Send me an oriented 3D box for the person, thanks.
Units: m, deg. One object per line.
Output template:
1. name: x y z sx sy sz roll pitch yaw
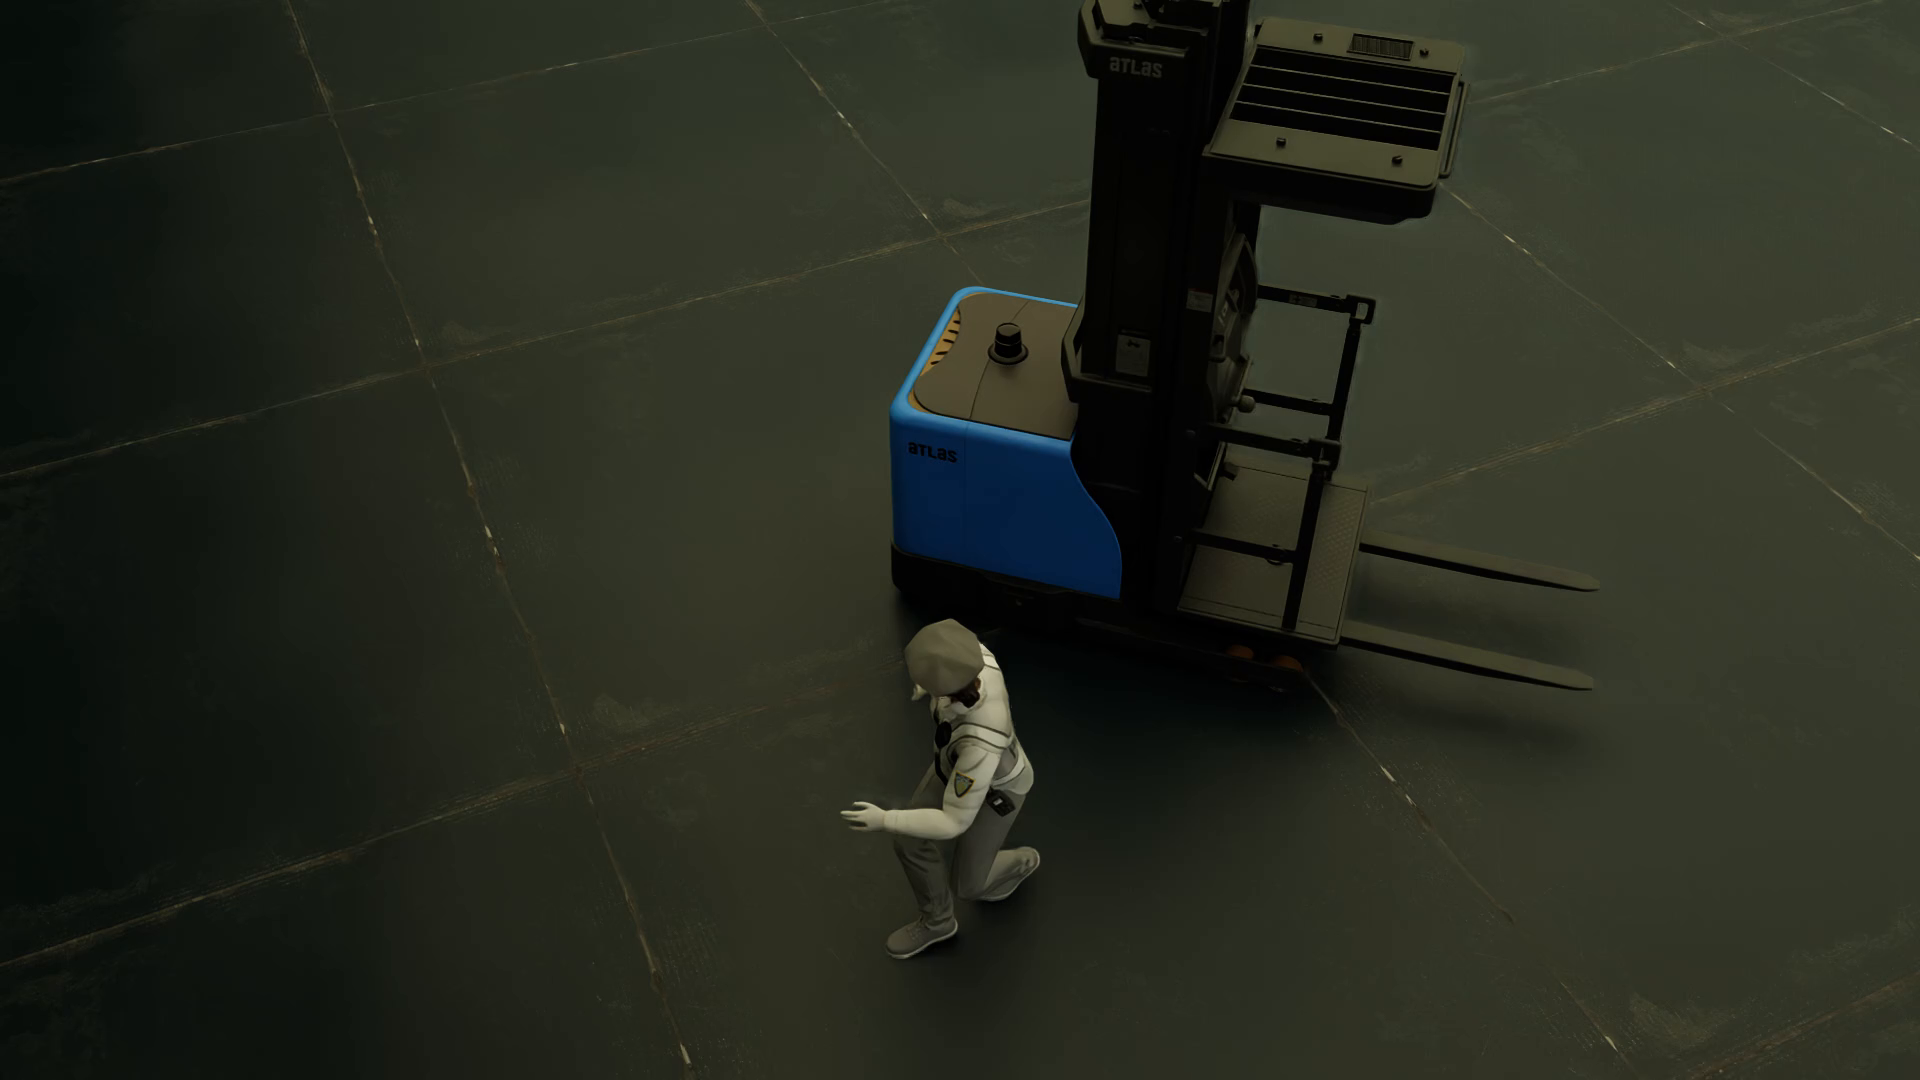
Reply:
1. person: -0.088 0.822 5.824 0.791 1.552 0.814 -16 45 -16

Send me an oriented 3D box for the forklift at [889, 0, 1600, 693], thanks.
1. forklift: 1.266 -0.827 6.566 3.031 2.935 1.130 12 44 13
